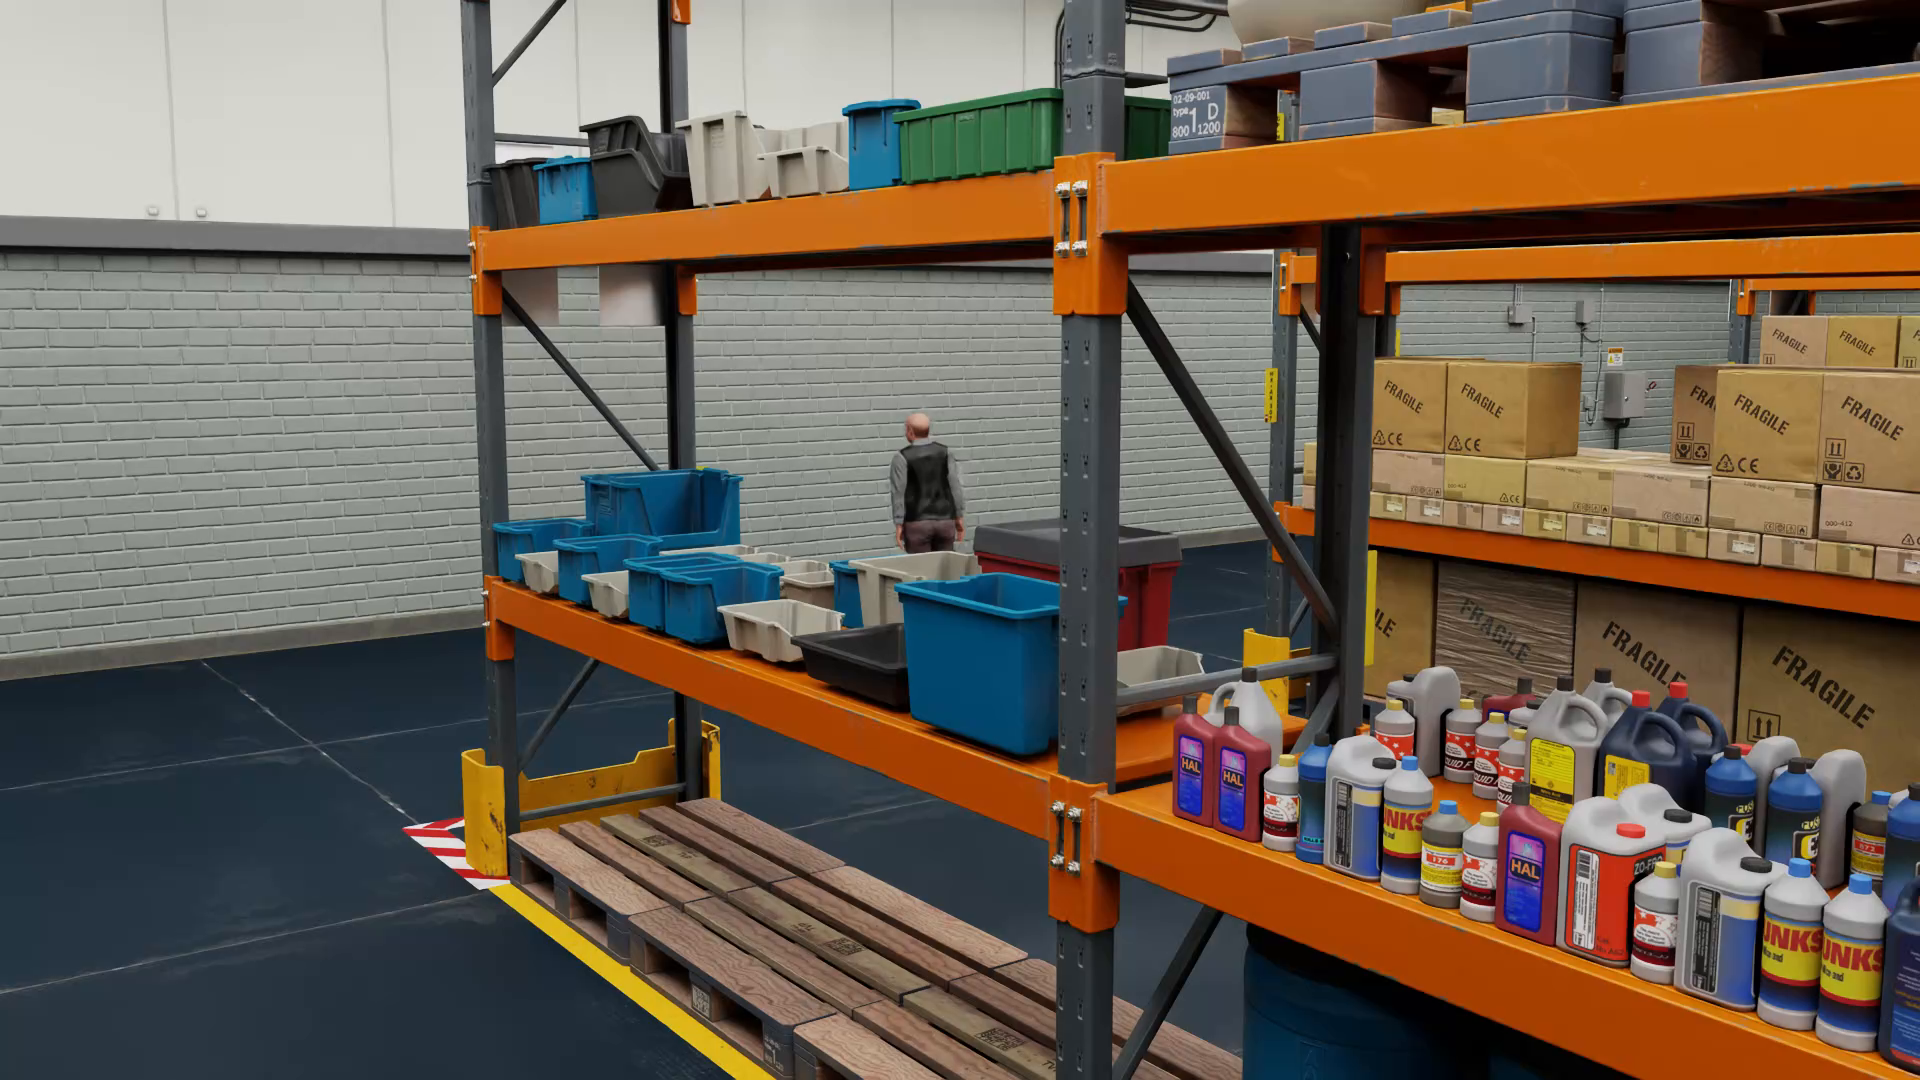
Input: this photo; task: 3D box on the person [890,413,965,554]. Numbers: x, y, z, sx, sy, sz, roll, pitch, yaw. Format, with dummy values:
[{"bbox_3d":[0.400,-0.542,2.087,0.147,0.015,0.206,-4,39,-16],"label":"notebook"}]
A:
[{"bbox_3d":[-0.232,-0.099,12.565,0.583,1.714,0.490,-3,8,-24],"label":"person"}]
